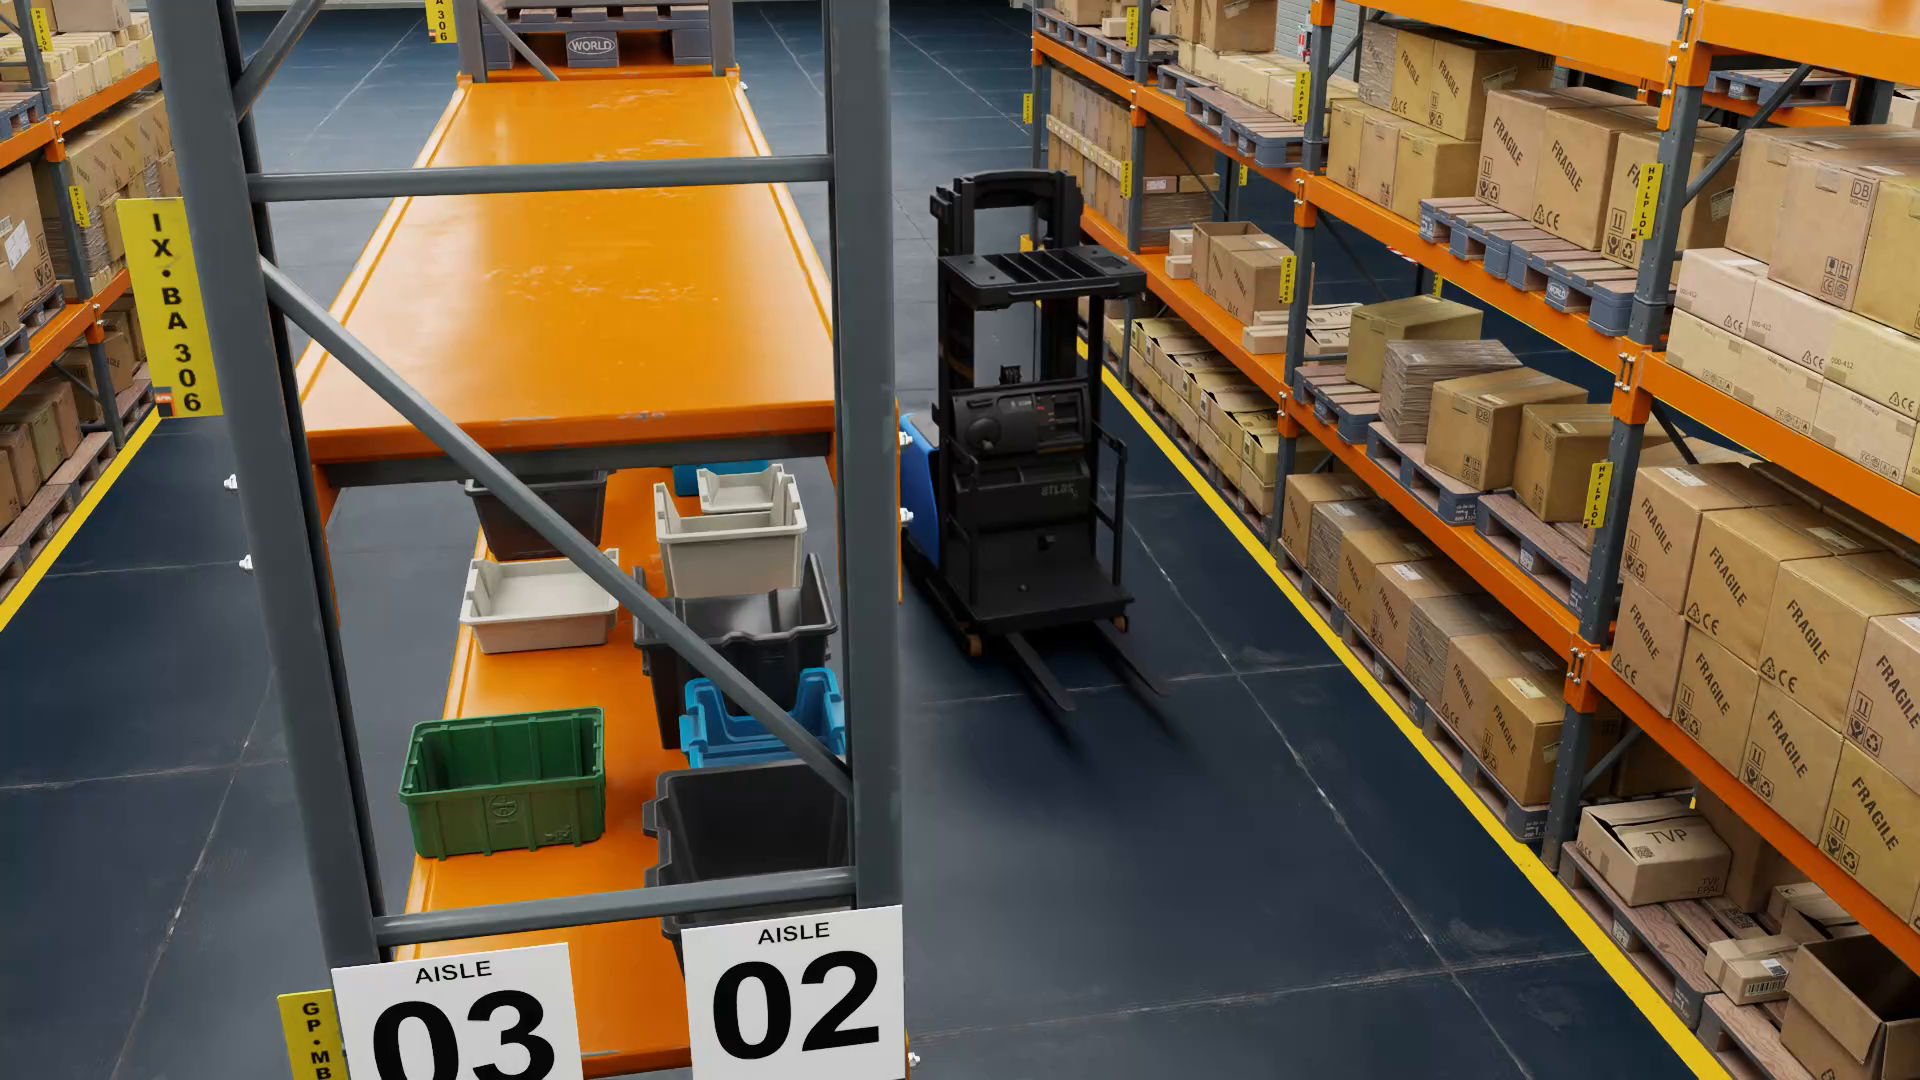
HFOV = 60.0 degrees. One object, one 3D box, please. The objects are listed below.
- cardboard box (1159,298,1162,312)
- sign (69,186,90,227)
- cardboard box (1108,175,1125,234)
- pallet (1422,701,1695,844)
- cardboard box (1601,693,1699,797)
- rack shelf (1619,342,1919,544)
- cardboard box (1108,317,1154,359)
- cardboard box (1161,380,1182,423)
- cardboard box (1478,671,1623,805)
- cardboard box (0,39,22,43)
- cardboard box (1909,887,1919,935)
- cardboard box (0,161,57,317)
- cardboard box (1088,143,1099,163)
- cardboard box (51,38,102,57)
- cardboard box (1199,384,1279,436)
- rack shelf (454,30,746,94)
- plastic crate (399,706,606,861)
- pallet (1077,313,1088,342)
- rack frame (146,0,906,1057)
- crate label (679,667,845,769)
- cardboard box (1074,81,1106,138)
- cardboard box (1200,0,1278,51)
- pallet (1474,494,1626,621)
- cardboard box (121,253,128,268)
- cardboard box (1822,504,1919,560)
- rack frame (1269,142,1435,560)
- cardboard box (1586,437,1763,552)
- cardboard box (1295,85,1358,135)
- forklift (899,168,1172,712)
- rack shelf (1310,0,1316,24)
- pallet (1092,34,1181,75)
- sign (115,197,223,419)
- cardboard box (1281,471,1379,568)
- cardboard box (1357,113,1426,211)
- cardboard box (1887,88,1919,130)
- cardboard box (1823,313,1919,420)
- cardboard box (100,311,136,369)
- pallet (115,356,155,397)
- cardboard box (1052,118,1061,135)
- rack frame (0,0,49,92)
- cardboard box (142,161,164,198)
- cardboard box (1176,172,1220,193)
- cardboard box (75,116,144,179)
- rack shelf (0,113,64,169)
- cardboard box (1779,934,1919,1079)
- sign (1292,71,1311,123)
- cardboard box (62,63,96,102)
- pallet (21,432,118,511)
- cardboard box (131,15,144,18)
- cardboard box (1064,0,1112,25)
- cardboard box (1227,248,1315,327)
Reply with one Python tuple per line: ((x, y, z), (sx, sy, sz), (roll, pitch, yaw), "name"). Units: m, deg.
((2.168, -2.543, 16.540), (0.500, 0.500, 0.500), (-4, 24, -10), "cardboard box")
((-7.146, -2.706, 13.494), (0.100, 0.325, 0.005), (-4, 24, -10), "sign")
((1.854, -3.292, 16.157), (0.700, 0.500, 0.500), (-5, 24, -10), "cardboard box")
((3.338, 1.243, 9.384), (1.003, 0.211, 1.213), (-4, 24, -10), "pallet")
((3.675, 1.017, 8.989), (0.500, 0.500, 0.500), (-5, 24, -12), "cardboard box")
((3.895, 0.024, 5.842), (1.077, 0.370, 4.000), (-4, 24, -10), "rack shelf")
((1.745, -1.963, 16.151), (0.500, 0.250, 0.500), (-4, 24, -10), "cardboard box")
((2.069, -1.216, 14.439), (0.500, 0.250, 0.500), (-5, 24, -11), "cardboard box")
((3.152, 1.053, 8.907), (0.500, 0.500, 0.500), (-4, 24, -10), "cardboard box")
((-8.283, -4.246, 14.409), (0.380, 0.149, 0.250), (-3, 24, -7), "cardboard box")
((3.728, 1.253, 5.751), (0.500, 0.500, 0.500), (-4, 24, -9), "cardboard box")
((-7.681, -2.278, 12.685), (1.000, 1.000, 1.000), (-4, 24, -9), "cardboard box")
((1.500, -3.903, 16.745), (0.380, 0.149, 0.250), (-4, 24, -8), "cardboard box")
((-7.726, -4.283, 14.492), (0.380, 0.149, 0.250), (-5, 24, -11), "cardboard box")
((2.254, -1.071, 13.408), (0.500, 0.311, 0.500), (-4, 24, -10), "cardboard box")
((-1.713, -2.376, 8.088), (1.077, 0.370, 4.000), (-4, 24, -10), "rack shelf")
((-1.067, 0.576, 3.943), (0.450, 0.188, 0.336), (-4, 24, -10), "plastic crate")
((1.711, -2.384, 17.687), (1.003, 0.211, 1.213), (-4, 24, -10), "pallet")
((-0.604, -0.529, 2.460), (1.000, 3.000, 0.127), (-4, 24, -10), "rack frame")
((-0.457, 0.527, 3.976), (0.408, 0.251, 0.502), (-4, 24, -10), "crate label")
((1.586, -4.468, 17.230), (0.700, 0.500, 0.500), (-4, 24, -10), "cardboard box")
((2.249, -4.239, 13.429), (0.500, 0.500, 0.500), (-2, 24, -5), "cardboard box")
((3.485, 0.047, 8.876), (1.003, 0.211, 1.213), (-4, 24, -10), "pallet")
((-7.603, -2.519, 14.827), (0.380, 0.149, 0.250), (-4, 24, -10), "cardboard box")
((3.971, 0.159, 7.007), (0.500, 0.500, 0.500), (-5, 24, -11), "cardboard box")
((2.786, -1.291, 11.702), (1.000, 3.000, 0.127), (-4, 24, -10), "rack frame")
((3.657, -0.159, 8.460), (0.700, 0.500, 0.500), (-13, 27, -27), "cardboard box")
((2.646, -2.964, 11.446), (0.500, 0.250, 0.500), (-6, 24, -14), "cardboard box")
((0.472, -0.759, 10.569), (1.130, 2.935, 3.031), (-7, 25, -16), "forklift")
((2.416, -4.314, 12.526), (1.077, 0.370, 4.000), (-4, 24, -10), "rack shelf")
((1.863, -4.532, 15.485), (1.003, 0.211, 1.213), (-4, 24, -10), "pallet")
((-1.141, -0.334, 2.417), (0.100, 0.325, 0.005), (-4, 24, -10), "sign")
((2.589, -0.147, 11.656), (0.500, 0.500, 0.500), (-3, 24, -7), "cardboard box")
((2.994, -2.342, 10.235), (0.910, 0.500, 0.500), (-4, 24, -10), "cardboard box")
((7.255, -3.266, 12.561), (0.500, 0.311, 0.500), (-4, 24, -10), "cardboard box")
((3.546, -0.649, 6.047), (0.500, 0.250, 0.500), (-4, 24, -10), "cardboard box")
((-8.030, -1.803, 15.472), (0.500, 0.500, 0.500), (-6, 24, -14), "cardboard box")
((-8.078, -1.598, 15.887), (1.003, 0.211, 1.213), (-4, 24, -10), "pallet")
((1.219, -4.507, 18.130), (0.380, 0.149, 0.250), (-5, 24, -11), "cardboard box")
((-7.690, -4.882, 12.428), (1.000, 3.000, 0.127), (-4, 24, -10), "rack frame")
((-8.095, -3.283, 15.764), (0.875, 0.500, 0.500), (-4, 24, -10), "cardboard box")
((2.187, -3.328, 15.429), (0.380, 0.149, 0.250), (-4, 24, -10), "cardboard box")
((-7.813, -3.558, 15.146), (0.500, 0.500, 0.500), (-4, 24, -10), "cardboard box")
((-7.320, -2.391, 11.371), (1.077, 0.370, 4.000), (-4, 24, -10), "rack shelf")
((3.878, 1.963, 6.820), (0.797, 0.503, 0.637), (-4, 24, -10), "cardboard box")
((2.239, -2.901, 10.895), (0.100, 0.325, 0.005), (-4, 24, -10), "sign")
((-7.625, -3.843, 13.983), (0.500, 0.250, 0.500), (-5, 24, -10), "cardboard box")
((-7.545, -0.549, 13.486), (1.003, 0.211, 1.213), (-4, 24, -10), "pallet")
((-8.139, -4.998, 16.130), (0.380, 0.149, 0.250), (-5, 24, -11), "cardboard box")
((1.345, -5.442, 16.632), (0.500, 0.500, 0.500), (-4, 24, -10), "cardboard box")
((2.459, -1.996, 13.190), (0.500, 0.500, 0.500), (-6, 24, -13), "cardboard box")
